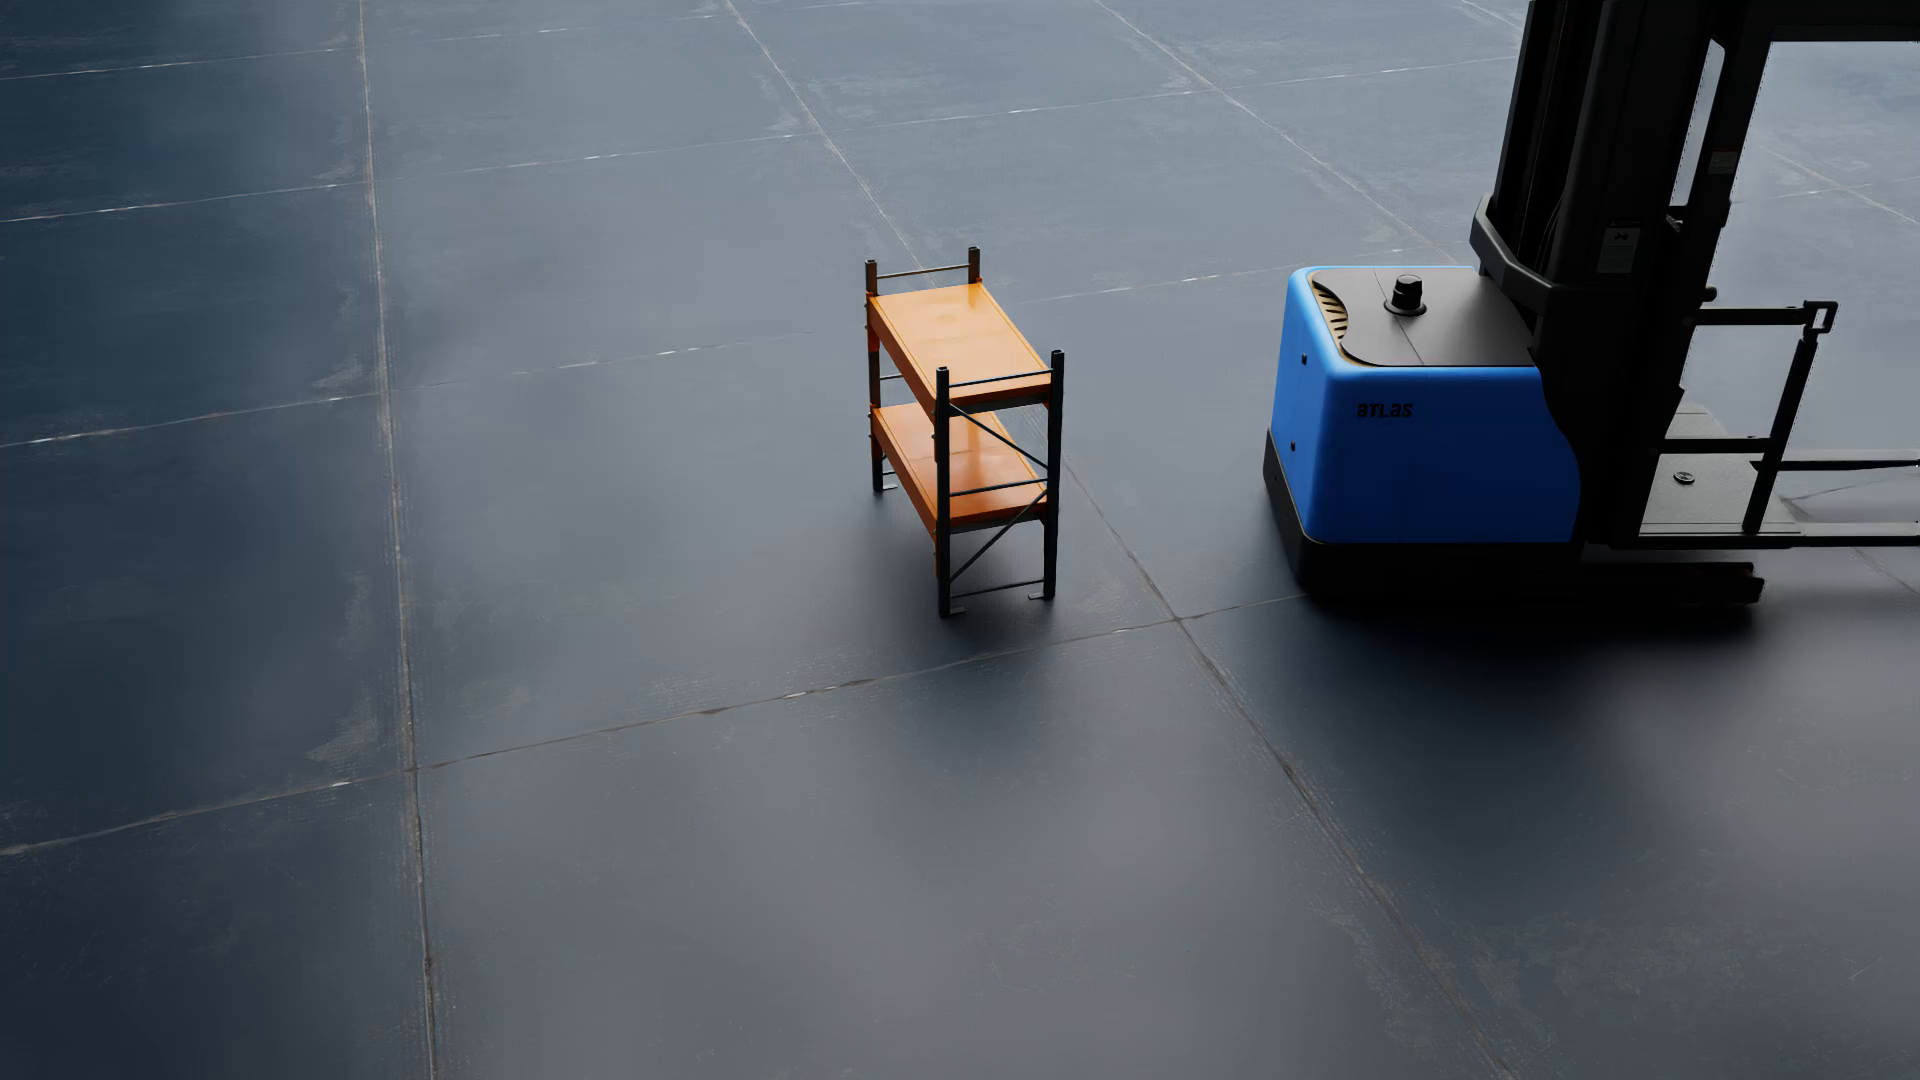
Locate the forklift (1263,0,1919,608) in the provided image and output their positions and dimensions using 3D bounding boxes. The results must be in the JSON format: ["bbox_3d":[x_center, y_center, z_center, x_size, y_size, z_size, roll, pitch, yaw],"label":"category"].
[{"bbox_3d":[2.897,-1.237,6.463,3.031,2.935,1.130,0,33,0],"label":"forklift"}]

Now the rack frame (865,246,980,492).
[{"bbox_3d":[-0.157,-0.740,7.349,0.500,1.125,0.032,-10,35,-15],"label":"rack frame"}]

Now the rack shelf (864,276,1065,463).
[{"bbox_3d":[-0.002,-0.717,6.784,0.538,0.278,1.000,-10,35,-15],"label":"rack shelf"}]

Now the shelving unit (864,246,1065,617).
[{"bbox_3d":[-0.002,-0.473,6.945,0.538,1.125,1.048,-10,35,-15],"label":"shelving unit"}]

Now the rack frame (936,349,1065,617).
[{"bbox_3d":[0.153,-0.206,6.541,0.500,1.125,0.032,-10,35,-15],"label":"rack frame"}]

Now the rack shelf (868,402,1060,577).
[{"bbox_3d":[-0.002,-0.269,7.080,0.538,0.278,1.000,-10,35,-15],"label":"rack shelf"}]
